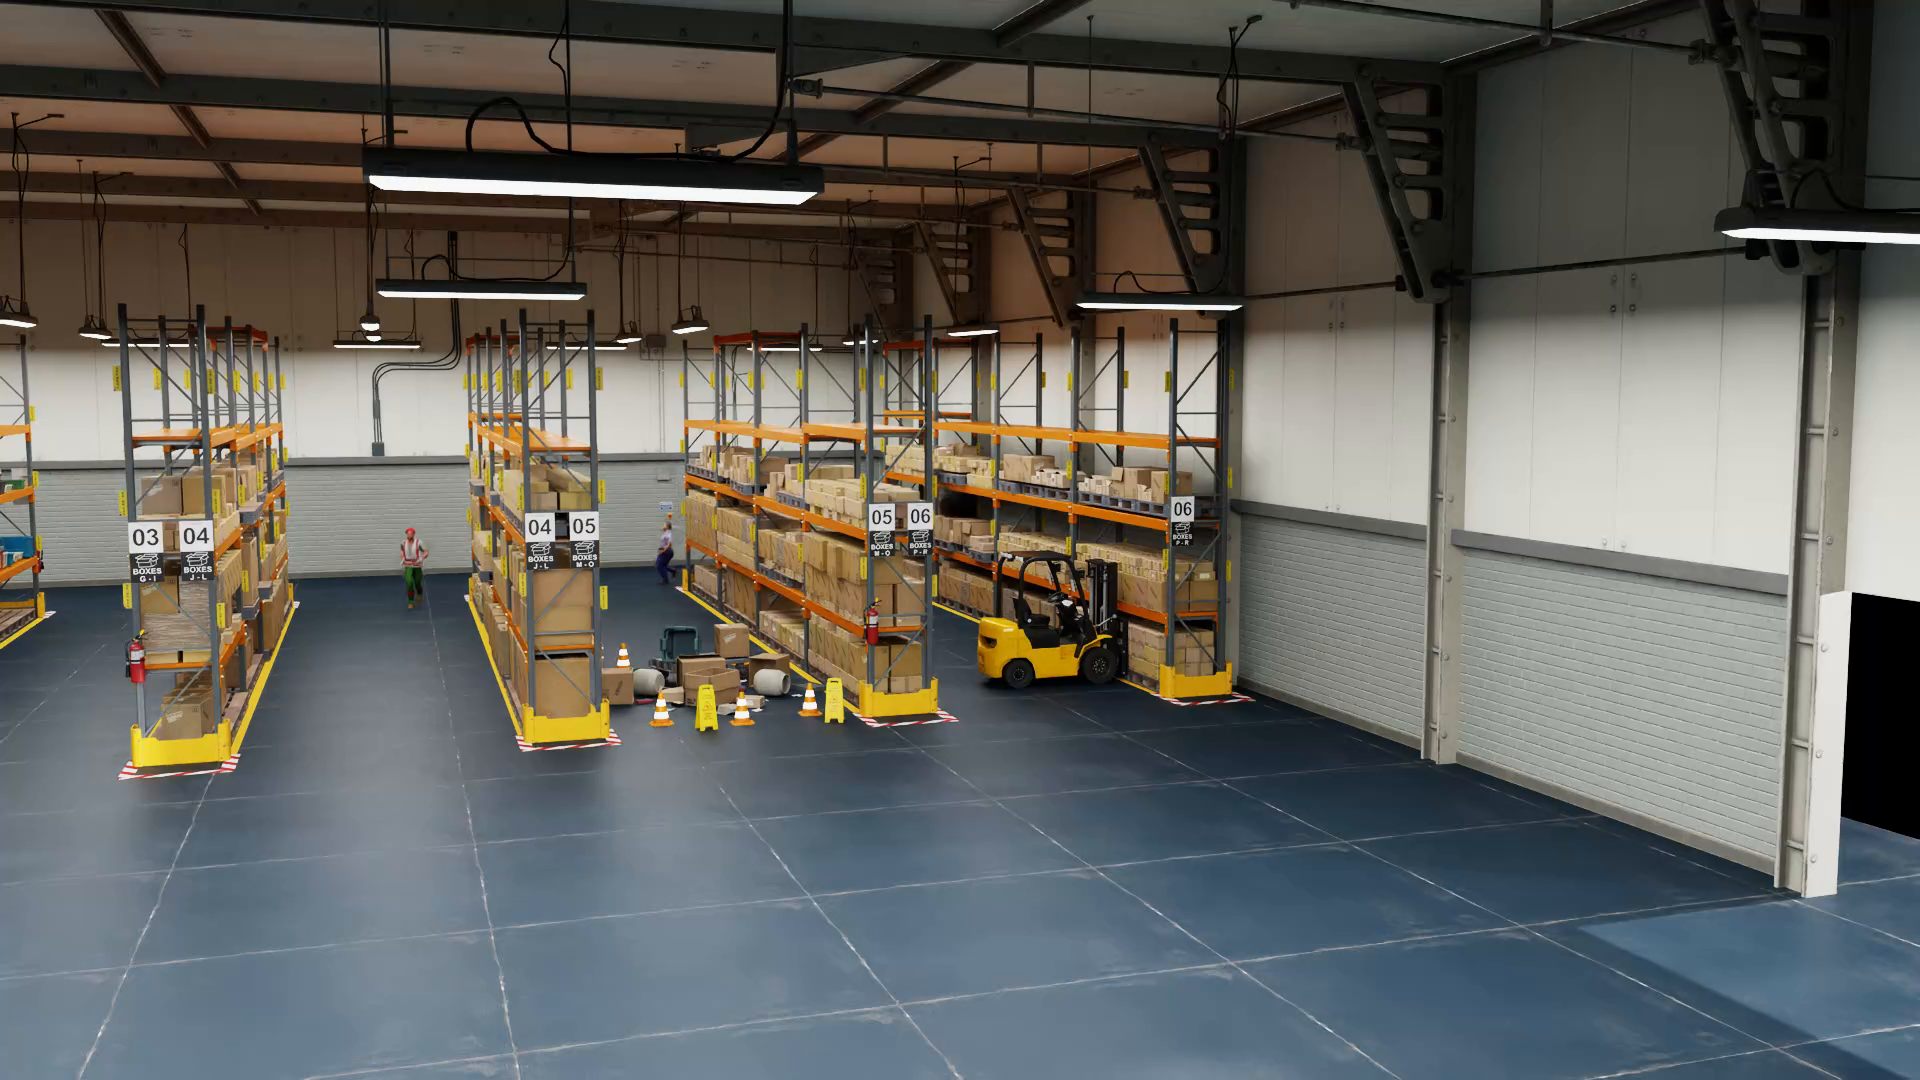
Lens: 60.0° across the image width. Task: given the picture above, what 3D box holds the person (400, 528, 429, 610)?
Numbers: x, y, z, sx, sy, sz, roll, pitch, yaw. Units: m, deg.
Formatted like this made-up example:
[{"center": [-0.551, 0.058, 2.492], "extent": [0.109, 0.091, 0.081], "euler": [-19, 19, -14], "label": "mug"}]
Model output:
[{"center": [-12.117, 0.606, 36.962], "extent": [0.638, 1.795, 0.887], "euler": [-1, 5, -6], "label": "person"}]

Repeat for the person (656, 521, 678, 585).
[{"center": [-7.232, 0.325, 41.126], "extent": [0.537, 1.583, 0.670], "euler": [-2, 6, -18], "label": "person"}]
